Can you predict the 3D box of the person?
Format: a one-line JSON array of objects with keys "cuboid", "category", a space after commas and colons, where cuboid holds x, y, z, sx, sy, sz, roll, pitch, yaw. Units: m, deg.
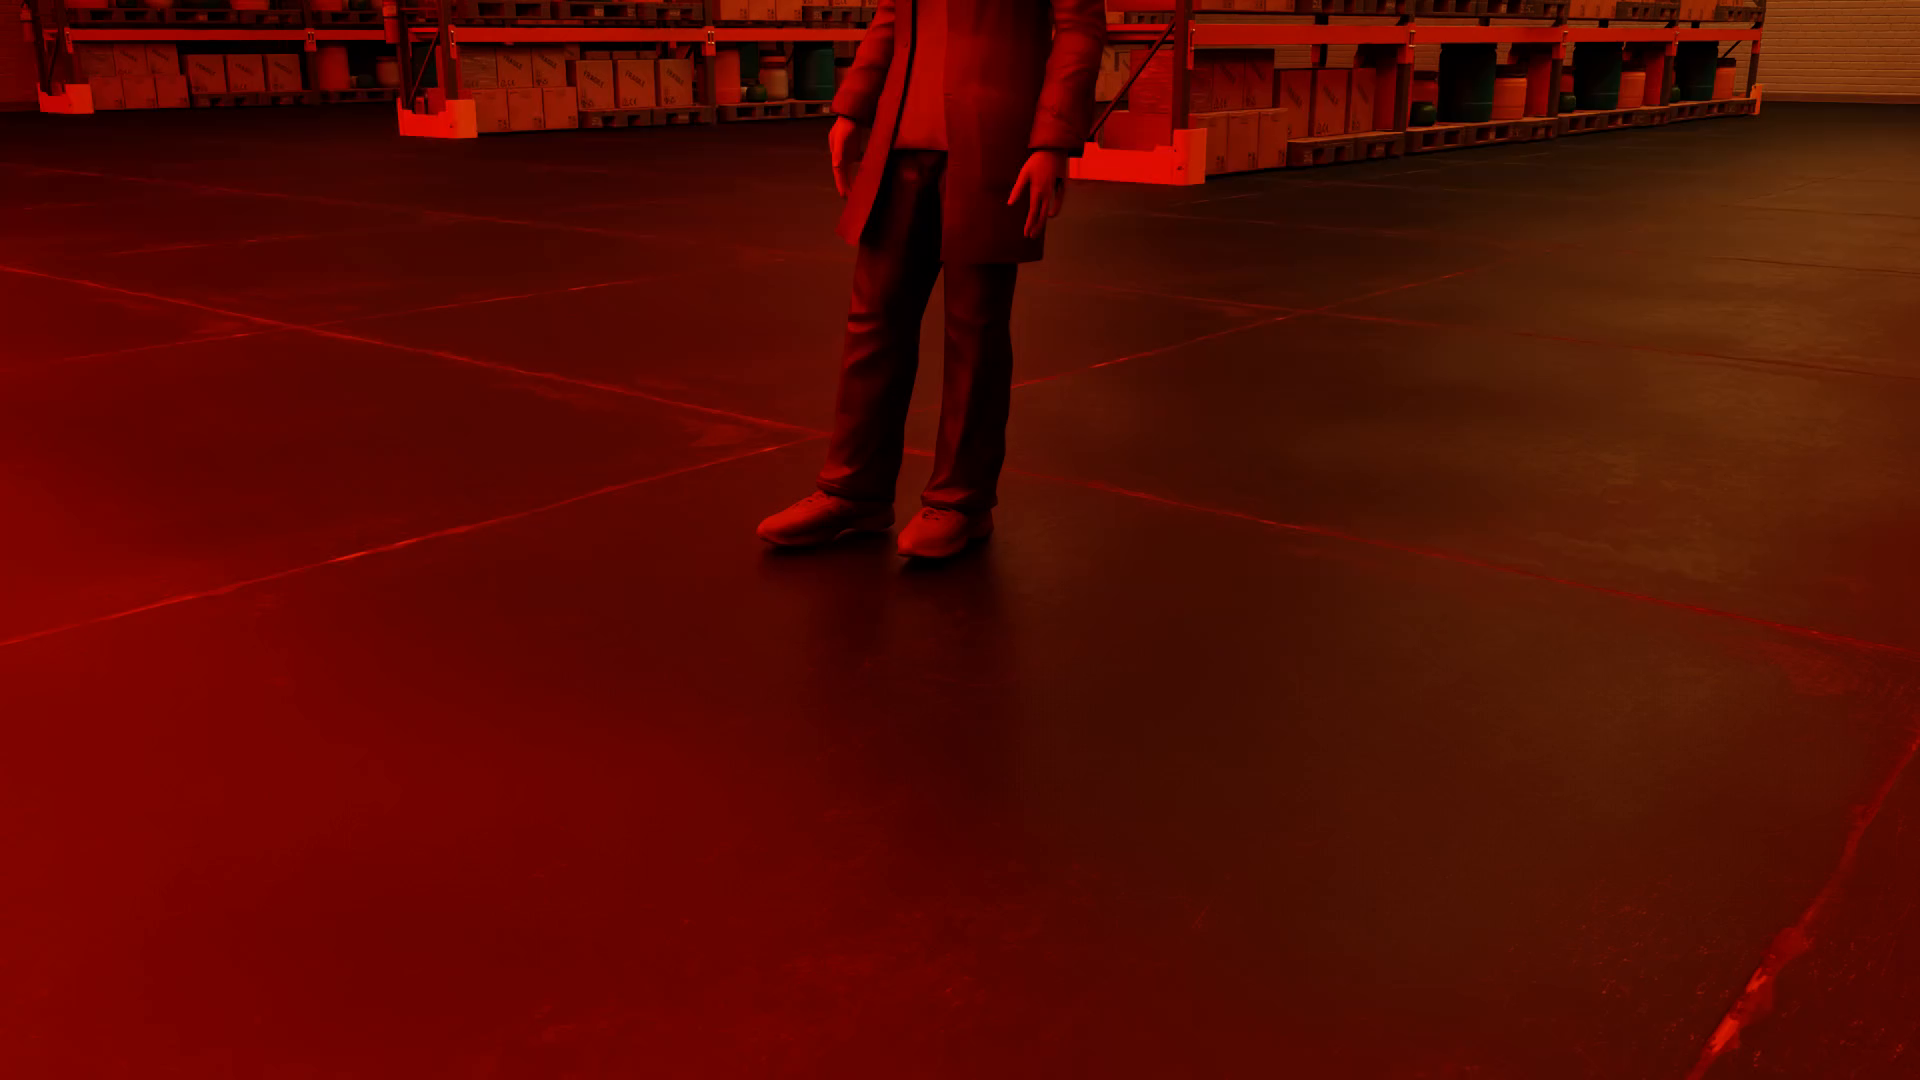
[{"cuboid": [-0.061, -0.838, 3.617, 0.697, 1.775, 0.581, 13, 21, 37], "category": "person"}]
